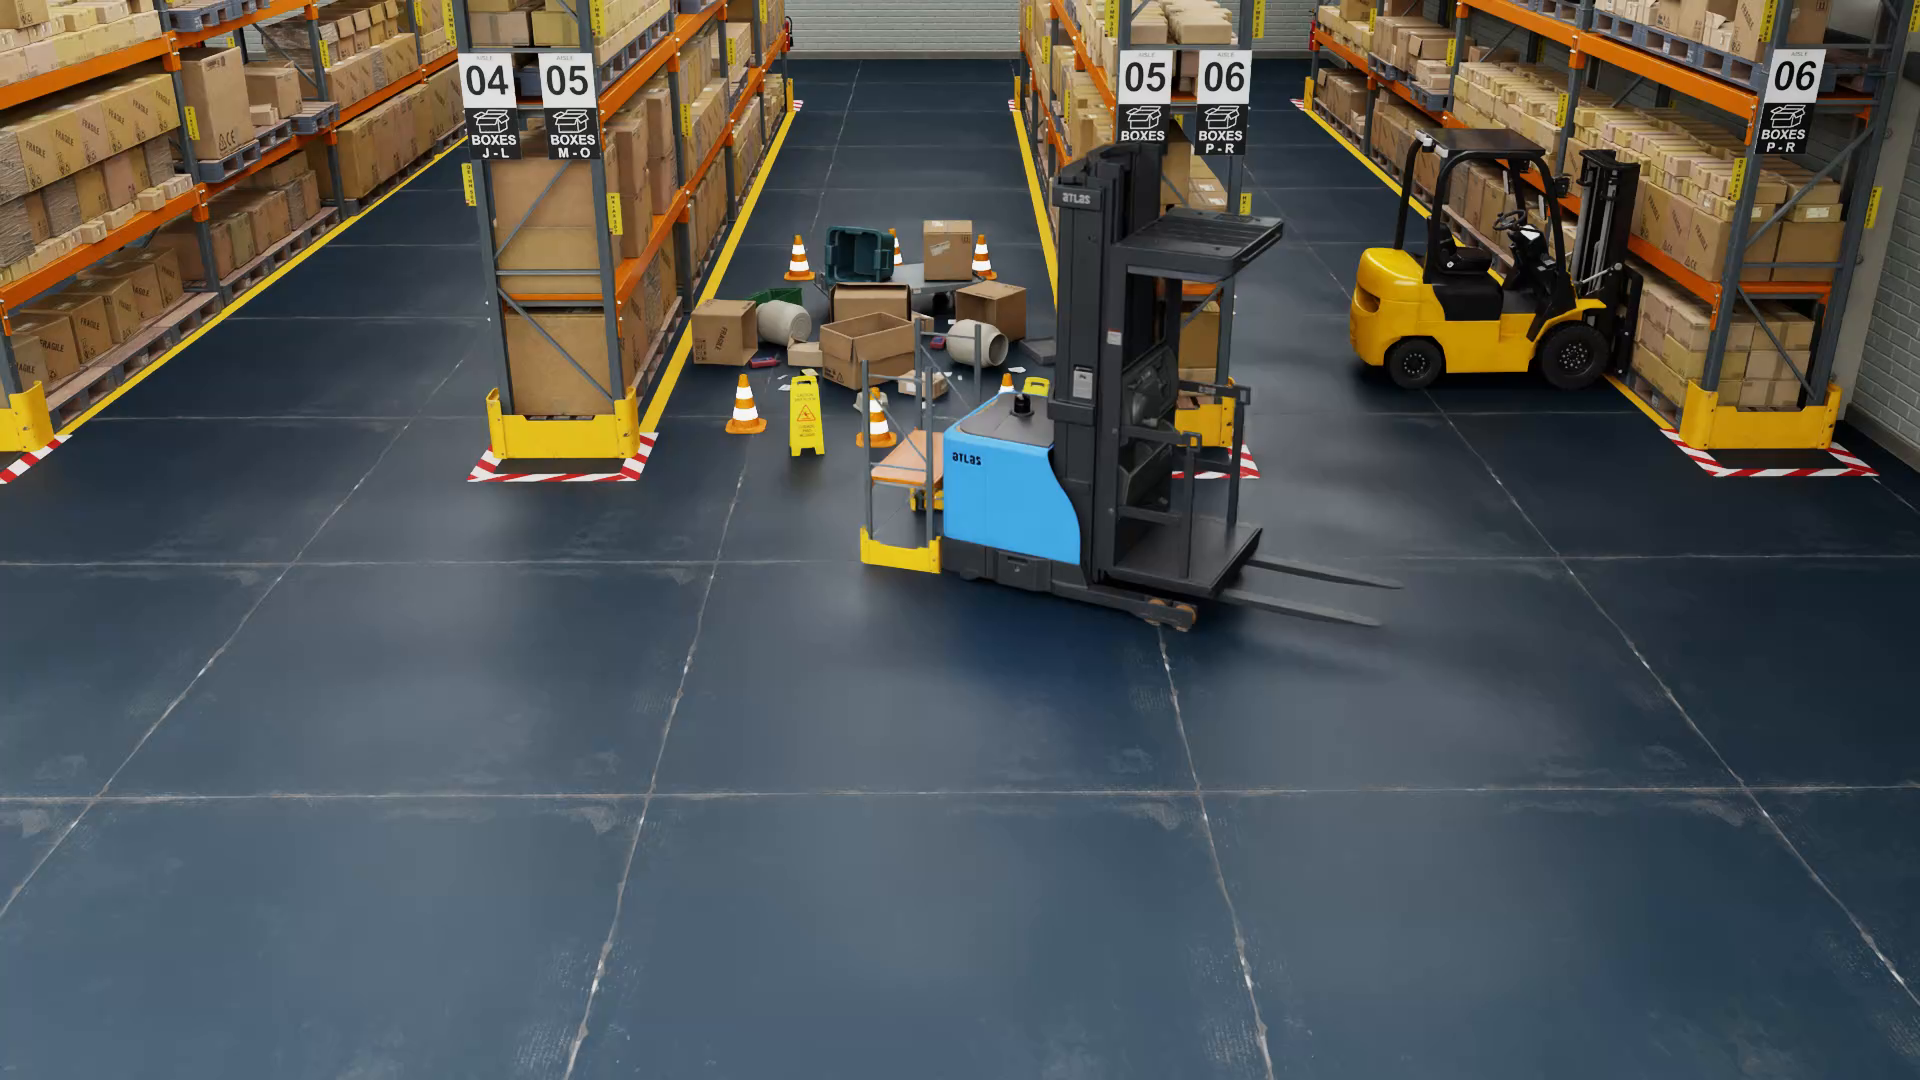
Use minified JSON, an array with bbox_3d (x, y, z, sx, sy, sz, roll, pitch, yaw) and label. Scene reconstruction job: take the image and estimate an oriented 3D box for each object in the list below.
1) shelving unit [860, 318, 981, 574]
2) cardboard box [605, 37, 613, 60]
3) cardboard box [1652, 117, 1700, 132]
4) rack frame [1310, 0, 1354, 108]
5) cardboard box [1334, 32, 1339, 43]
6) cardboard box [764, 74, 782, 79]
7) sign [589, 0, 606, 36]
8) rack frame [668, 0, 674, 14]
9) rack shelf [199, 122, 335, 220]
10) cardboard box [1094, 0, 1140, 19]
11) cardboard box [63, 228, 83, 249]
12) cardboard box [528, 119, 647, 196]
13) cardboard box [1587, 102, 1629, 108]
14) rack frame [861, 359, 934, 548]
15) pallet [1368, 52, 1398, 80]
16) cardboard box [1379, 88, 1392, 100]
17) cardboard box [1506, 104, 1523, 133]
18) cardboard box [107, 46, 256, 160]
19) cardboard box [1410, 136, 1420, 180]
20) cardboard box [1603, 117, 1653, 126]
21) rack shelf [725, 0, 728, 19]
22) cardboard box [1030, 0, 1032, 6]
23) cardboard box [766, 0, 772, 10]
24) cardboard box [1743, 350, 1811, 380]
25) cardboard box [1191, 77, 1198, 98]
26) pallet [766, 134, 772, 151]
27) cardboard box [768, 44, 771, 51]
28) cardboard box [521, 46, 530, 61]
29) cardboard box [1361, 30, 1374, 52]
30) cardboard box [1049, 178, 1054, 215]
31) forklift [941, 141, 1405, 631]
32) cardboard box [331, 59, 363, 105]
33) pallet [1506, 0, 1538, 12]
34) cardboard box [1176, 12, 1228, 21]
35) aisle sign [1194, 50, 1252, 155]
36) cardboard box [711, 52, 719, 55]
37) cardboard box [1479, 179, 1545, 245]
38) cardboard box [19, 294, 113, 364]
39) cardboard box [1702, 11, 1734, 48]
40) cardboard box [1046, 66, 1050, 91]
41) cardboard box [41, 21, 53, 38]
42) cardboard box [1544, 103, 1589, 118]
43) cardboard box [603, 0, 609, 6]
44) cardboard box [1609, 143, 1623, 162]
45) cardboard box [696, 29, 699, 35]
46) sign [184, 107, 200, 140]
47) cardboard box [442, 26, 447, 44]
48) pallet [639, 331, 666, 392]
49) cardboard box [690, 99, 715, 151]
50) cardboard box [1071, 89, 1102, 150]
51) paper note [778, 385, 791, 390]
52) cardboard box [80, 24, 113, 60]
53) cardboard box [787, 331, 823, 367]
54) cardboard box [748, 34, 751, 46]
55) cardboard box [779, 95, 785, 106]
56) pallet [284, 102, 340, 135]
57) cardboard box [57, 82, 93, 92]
[{"bbox_3d":[-0.252,-0.696,11.852,0.587,1.500,1.083,8,26,17],"label":"shelving unit"},{"bbox_3d":[-2.937,-3.851,13.043,0.380,0.149,0.250,0,24,0],"label":"cardboard box"},{"bbox_3d":[6.901,-3.984,16.033,0.380,0.149,0.250,0,24,-1],"label":"cardboard box"},{"bbox_3d":[6.487,-8.795,27.940,1.000,3.000,0.127,0,24,-1],"label":"rack frame"},{"bbox_3d":[6.181,-8.013,26.515,0.380,0.149,0.250,-1,24,-2],"label":"cardboard box"},{"bbox_3d":[-3.166,-7.654,27.644,0.380,0.149,0.250,0,24,0],"label":"cardboard box"},{"bbox_3d":[-2.695,-3.915,12.354,0.100,0.325,0.005,0,24,-1],"label":"sign"},{"bbox_3d":[-3.294,-6.496,15.577,1.000,3.000,0.127,0,24,-1],"label":"rack frame"},{"bbox_3d":[-8.276,-4.278,18.826,1.077,0.370,4.000,0,24,-1],"label":"rack shelf"},{"bbox_3d":[1.349,-4.564,14.281,0.380,0.149,0.250,0,24,1],"label":"cardboard box"},{"bbox_3d":[-7.996,-2.653,14.664,0.380,0.149,0.250,0,24,-1],"label":"cardboard box"},{"bbox_3d":[-3.184,-3.285,14.265,0.875,0.550,0.550,0,24,-1],"label":"cardboard box"},{"bbox_3d":[6.876,-4.551,17.647,0.380,0.149,0.250,0,24,-1],"label":"cardboard box"},{"bbox_3d":[-0.422,-0.495,11.407,0.500,1.500,0.032,8,26,17],"label":"rack frame"},{"bbox_3d":[6.430,-6.730,23.606,1.003,0.211,1.213,0,24,-1],"label":"pallet"},{"bbox_3d":[6.329,-6.482,24.200,0.380,0.149,0.250,-1,24,-1],"label":"cardboard box"},{"bbox_3d":[6.345,-4.634,18.314,0.500,0.250,0.500,0,24,0],"label":"cardboard box"},{"bbox_3d":[-8.123,-4.575,17.371,1.000,1.000,1.000,0,24,0],"label":"cardboard box"},{"bbox_3d":[6.352,-5.146,22.396,0.500,0.500,0.500,1,24,2],"label":"cardboard box"},{"bbox_3d":[6.430,-3.982,16.028,0.380,0.149,0.250,-1,24,-2],"label":"cardboard box"},{"bbox_3d":[-3.359,-7.274,21.809,1.077,0.370,4.000,0,24,-1],"label":"rack shelf"},{"bbox_3d":[1.286,-7.817,24.443,0.500,0.500,0.500,0,24,-1],"label":"cardboard box"},{"bbox_3d":[-3.138,-8.304,25.159,0.500,0.500,0.500,0,24,0],"label":"cardboard box"},{"bbox_3d":[6.864,-1.563,14.170,0.500,0.250,0.500,0,24,0],"label":"cardboard box"},{"bbox_3d":[2.020,-3.569,13.049,0.380,0.149,0.250,0,24,-1],"label":"cardboard box"},{"bbox_3d":[-3.424,-6.065,25.288,1.003,0.211,1.213,0,24,-1],"label":"pallet"},{"bbox_3d":[-3.120,-7.605,25.614,0.380,0.149,0.250,1,24,2],"label":"cardboard box"},{"bbox_3d":[-3.595,-3.843,13.024,0.380,0.149,0.250,0,24,0],"label":"cardboard box"},{"bbox_3d":[6.281,-7.423,24.727,0.500,0.250,0.500,0,24,1],"label":"cardboard box"},{"bbox_3d":[1.607,-4.236,20.539,0.950,0.372,0.625,-2,24,-4],"label":"cardboard box"},{"bbox_3d":[1.423,-0.993,10.773,3.031,2.935,1.130,12,27,24],"label":"forklift"},{"bbox_3d":[-8.039,-5.890,21.395,0.500,0.500,0.500,-1,24,-2],"label":"cardboard box"},{"bbox_3d":[6.687,-6.039,18.436,1.003,0.211,1.213,1,24,2],"label":"pallet"},{"bbox_3d":[1.939,-4.148,13.363,0.380,0.149,0.250,0,24,-1],"label":"cardboard box"},{"bbox_3d":[2.009,-3.339,12.721,0.394,0.787,0.004,0,24,-1],"label":"aisle sign"},{"bbox_3d":[-3.154,-6.061,20.968,0.380,0.149,0.250,-1,24,-2],"label":"cardboard box"},{"bbox_3d":[6.590,-3.804,19.277,0.875,0.625,0.625,-1,24,-3],"label":"cardboard box"},{"bbox_3d":[-8.230,-1.948,15.324,0.500,0.500,0.500,2,24,4],"label":"cardboard box"},{"bbox_3d":[6.346,-4.189,13.648,0.396,0.266,0.258,0,24,0],"label":"cardboard box"},{"bbox_3d":[1.352,-5.833,20.965,0.500,0.250,0.500,0,24,-1],"label":"cardboard box"},{"bbox_3d":[-8.012,-4.367,14.207,0.380,0.149,0.250,-1,24,-1],"label":"cardboard box"},{"bbox_3d":[6.421,-4.539,17.620,0.380,0.149,0.250,0,24,-1],"label":"cardboard box"},{"bbox_3d":[-2.937,-4.209,12.866,0.380,0.149,0.250,0,24,0],"label":"cardboard box"},{"bbox_3d":[6.324,-3.635,15.622,0.380,0.149,0.250,0,24,-1],"label":"cardboard box"},{"bbox_3d":[-3.827,-7.022,23.093,0.380,0.149,0.250,0,24,0],"label":"cardboard box"},{"bbox_3d":[-7.712,-4.182,16.690,0.100,0.325,0.005,0,24,-1],"label":"sign"},{"bbox_3d":[-8.097,-7.759,25.470,0.500,0.250,0.500,0,24,1],"label":"cardboard box"},{"bbox_3d":[-3.347,-1.674,15.580,1.003,0.211,1.213,0,24,-1],"label":"pallet"},{"bbox_3d":[-3.045,-4.649,18.652,0.500,0.500,0.500,0,24,0],"label":"cardboard box"},{"bbox_3d":[1.405,-3.863,15.340,0.700,0.500,0.500,-1,24,-2],"label":"cardboard box"},{"bbox_3d":[-1.569,-1.397,15.188,0.144,0.017,0.142,8,26,18],"label":"paper note"},{"bbox_3d":[-7.982,-4.469,14.915,0.500,0.250,0.500,0,24,-1],"label":"cardboard box"},{"bbox_3d":[-1.433,-1.817,15.828,0.396,0.266,0.258,4,25,9],"label":"cardboard box"},{"bbox_3d":[-3.179,-7.109,23.645,0.380,0.149,0.250,0,24,1],"label":"cardboard box"},{"bbox_3d":[-3.106,-7.278,27.536,0.380,0.149,0.250,0,24,1],"label":"cardboard box"},{"bbox_3d":[-8.184,-5.050,19.891,1.213,0.211,1.003,0,24,-1],"label":"pallet"},{"bbox_3d":[-8.497,-4.026,15.700,0.500,0.500,0.500,0,24,-1],"label":"cardboard box"}]
